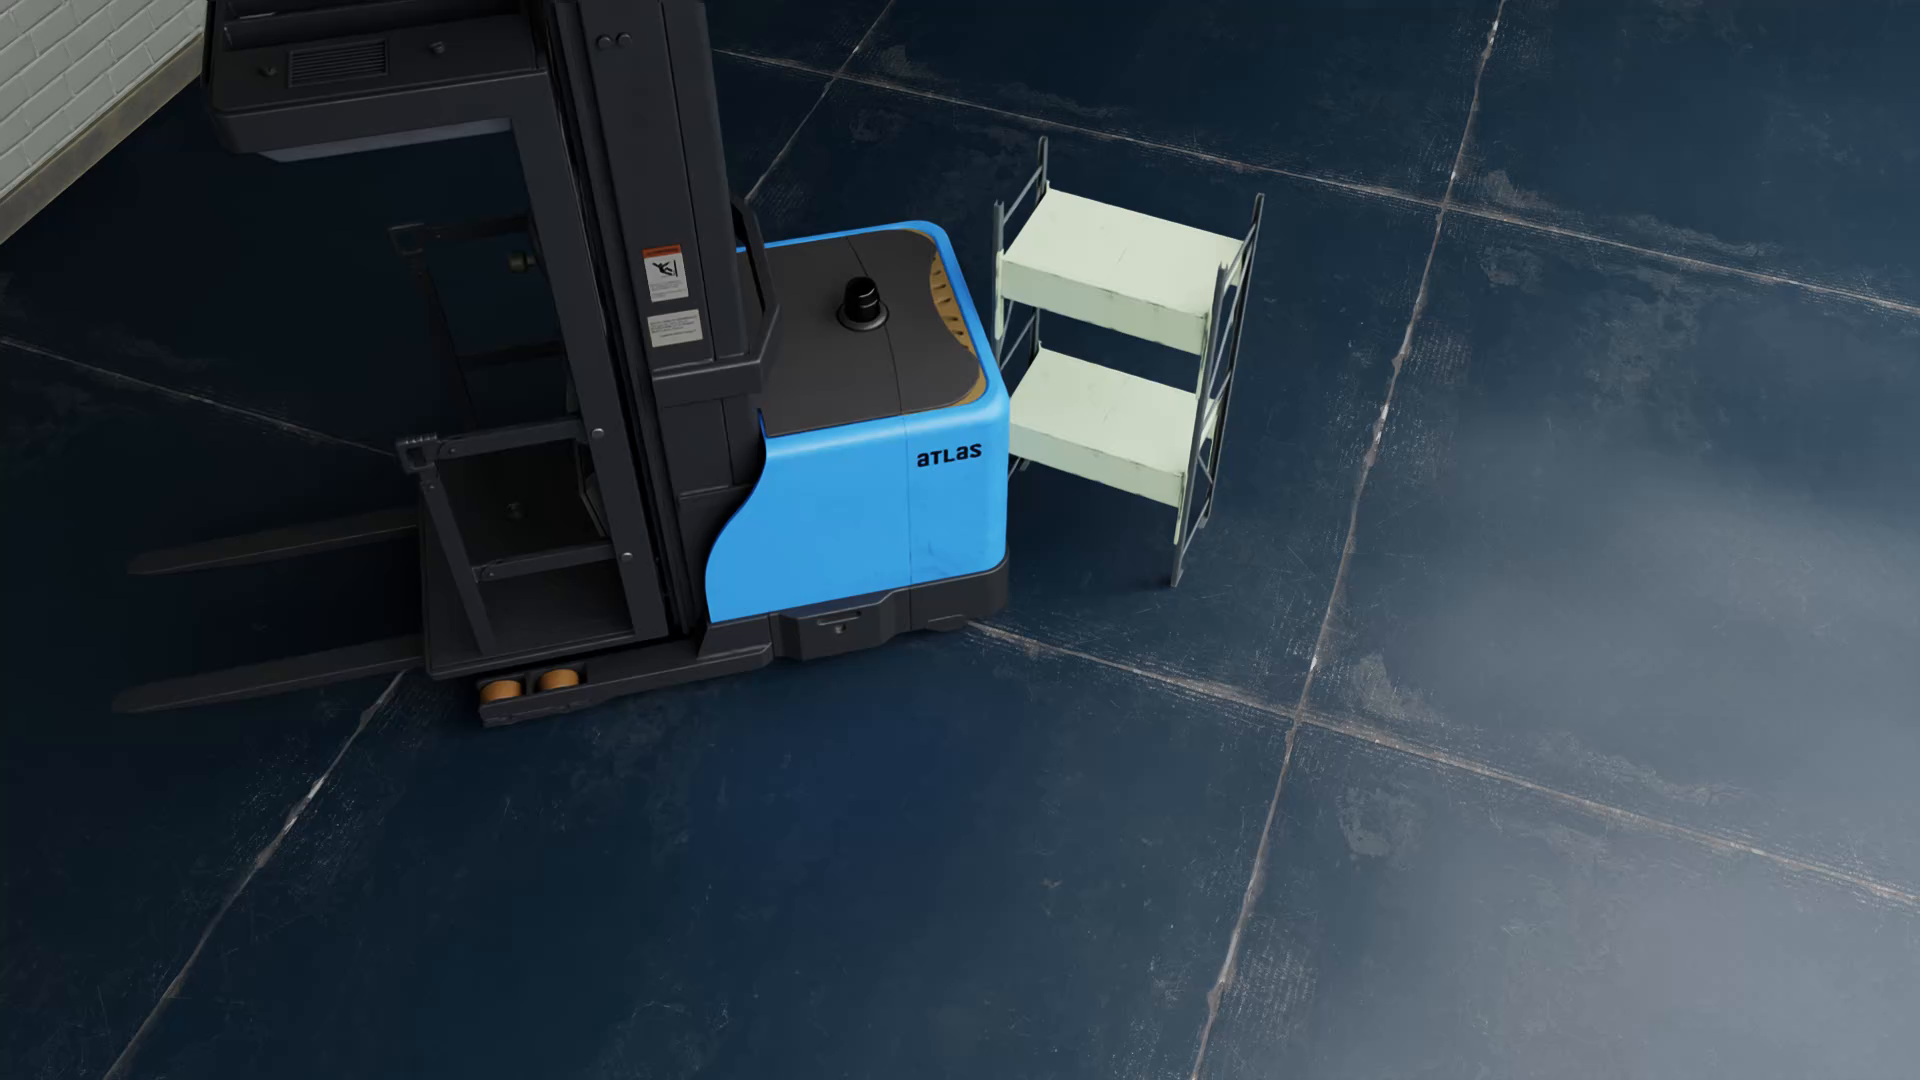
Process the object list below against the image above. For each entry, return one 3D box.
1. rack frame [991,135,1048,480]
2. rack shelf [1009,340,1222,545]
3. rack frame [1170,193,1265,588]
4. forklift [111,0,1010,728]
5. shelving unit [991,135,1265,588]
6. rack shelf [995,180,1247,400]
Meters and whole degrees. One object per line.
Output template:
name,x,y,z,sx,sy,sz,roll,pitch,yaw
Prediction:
rack frame,0.195,-0.683,5.849,0.023,1.500,0.400,19,52,16
rack shelf,0.529,-0.356,5.997,0.720,0.370,0.431,19,52,16
rack frame,0.862,-0.456,5.653,0.023,1.500,0.400,19,52,16
forklift,-1.401,-0.769,4.977,3.031,2.935,1.130,-11,50,-9
shelving unit,0.529,-0.569,5.751,0.755,1.500,0.431,19,52,16
rack shelf,0.529,-0.825,5.456,0.720,0.370,0.431,19,52,16
